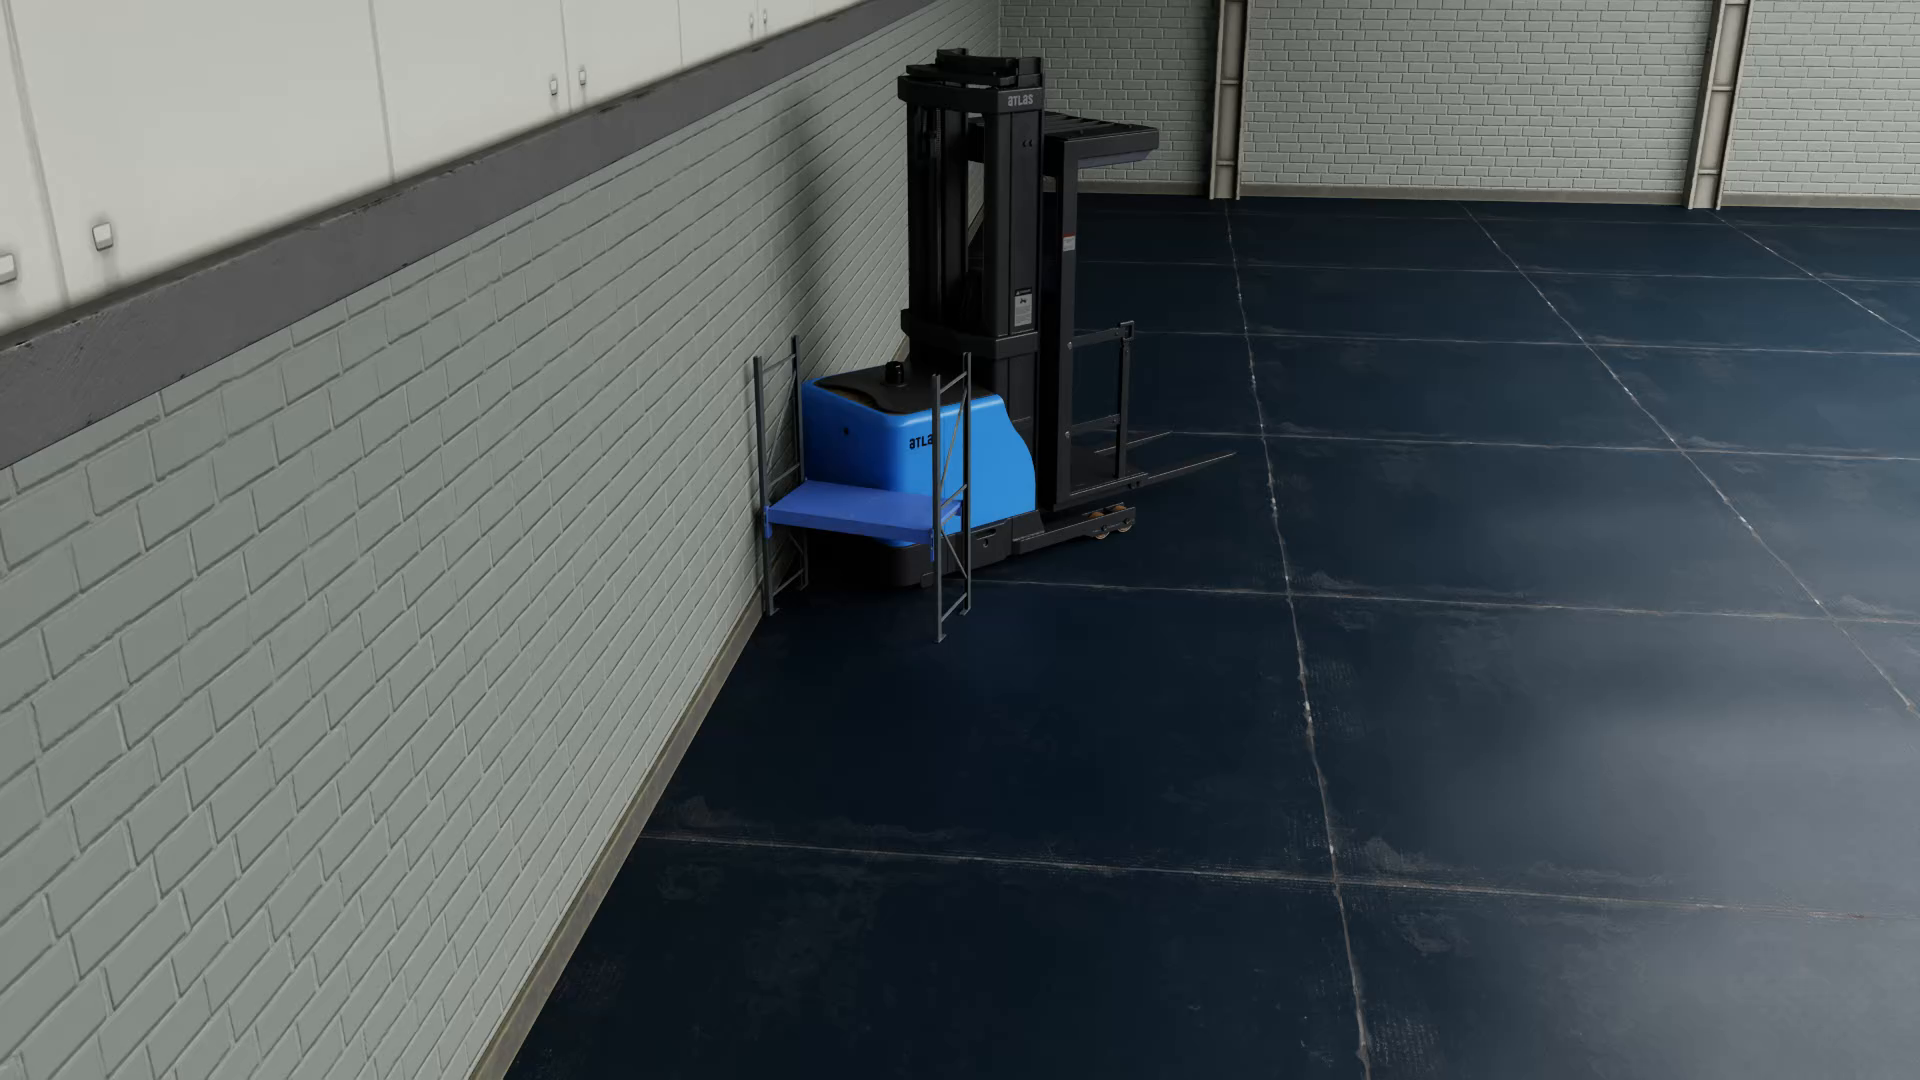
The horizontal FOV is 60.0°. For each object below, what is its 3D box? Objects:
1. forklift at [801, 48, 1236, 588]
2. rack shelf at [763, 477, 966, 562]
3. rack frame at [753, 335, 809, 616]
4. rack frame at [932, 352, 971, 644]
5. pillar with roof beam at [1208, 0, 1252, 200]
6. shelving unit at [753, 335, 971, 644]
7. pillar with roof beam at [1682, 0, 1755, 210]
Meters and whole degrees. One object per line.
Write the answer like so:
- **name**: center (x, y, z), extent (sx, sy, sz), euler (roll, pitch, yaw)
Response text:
- **forklift**: center (0.493, -1.506, 10.262), extent (3.031, 2.935, 1.130), euler (-16, 27, -35)
- **rack shelf**: center (-0.518, -0.122, 9.196), extent (1.000, 0.185, 0.538), euler (8, 23, 19)
- **rack frame**: center (-0.994, -0.355, 9.296), extent (0.032, 1.500, 0.500), euler (8, 23, 19)
- **rack frame**: center (-0.042, -0.224, 8.963), extent (0.032, 1.500, 0.500), euler (8, 23, 19)
- **pillar with roof beam**: center (2.957, -7.110, 16.185), extent (0.400, 9.000, 9.100), euler (2, 22, 6)
- **shelving unit**: center (-0.518, -0.289, 9.130), extent (1.048, 1.500, 0.538), euler (8, 23, 19)
- **pillar with roof beam**: center (8.915, -6.851, 15.528), extent (0.400, 9.000, 9.100), euler (2, 22, 6)
